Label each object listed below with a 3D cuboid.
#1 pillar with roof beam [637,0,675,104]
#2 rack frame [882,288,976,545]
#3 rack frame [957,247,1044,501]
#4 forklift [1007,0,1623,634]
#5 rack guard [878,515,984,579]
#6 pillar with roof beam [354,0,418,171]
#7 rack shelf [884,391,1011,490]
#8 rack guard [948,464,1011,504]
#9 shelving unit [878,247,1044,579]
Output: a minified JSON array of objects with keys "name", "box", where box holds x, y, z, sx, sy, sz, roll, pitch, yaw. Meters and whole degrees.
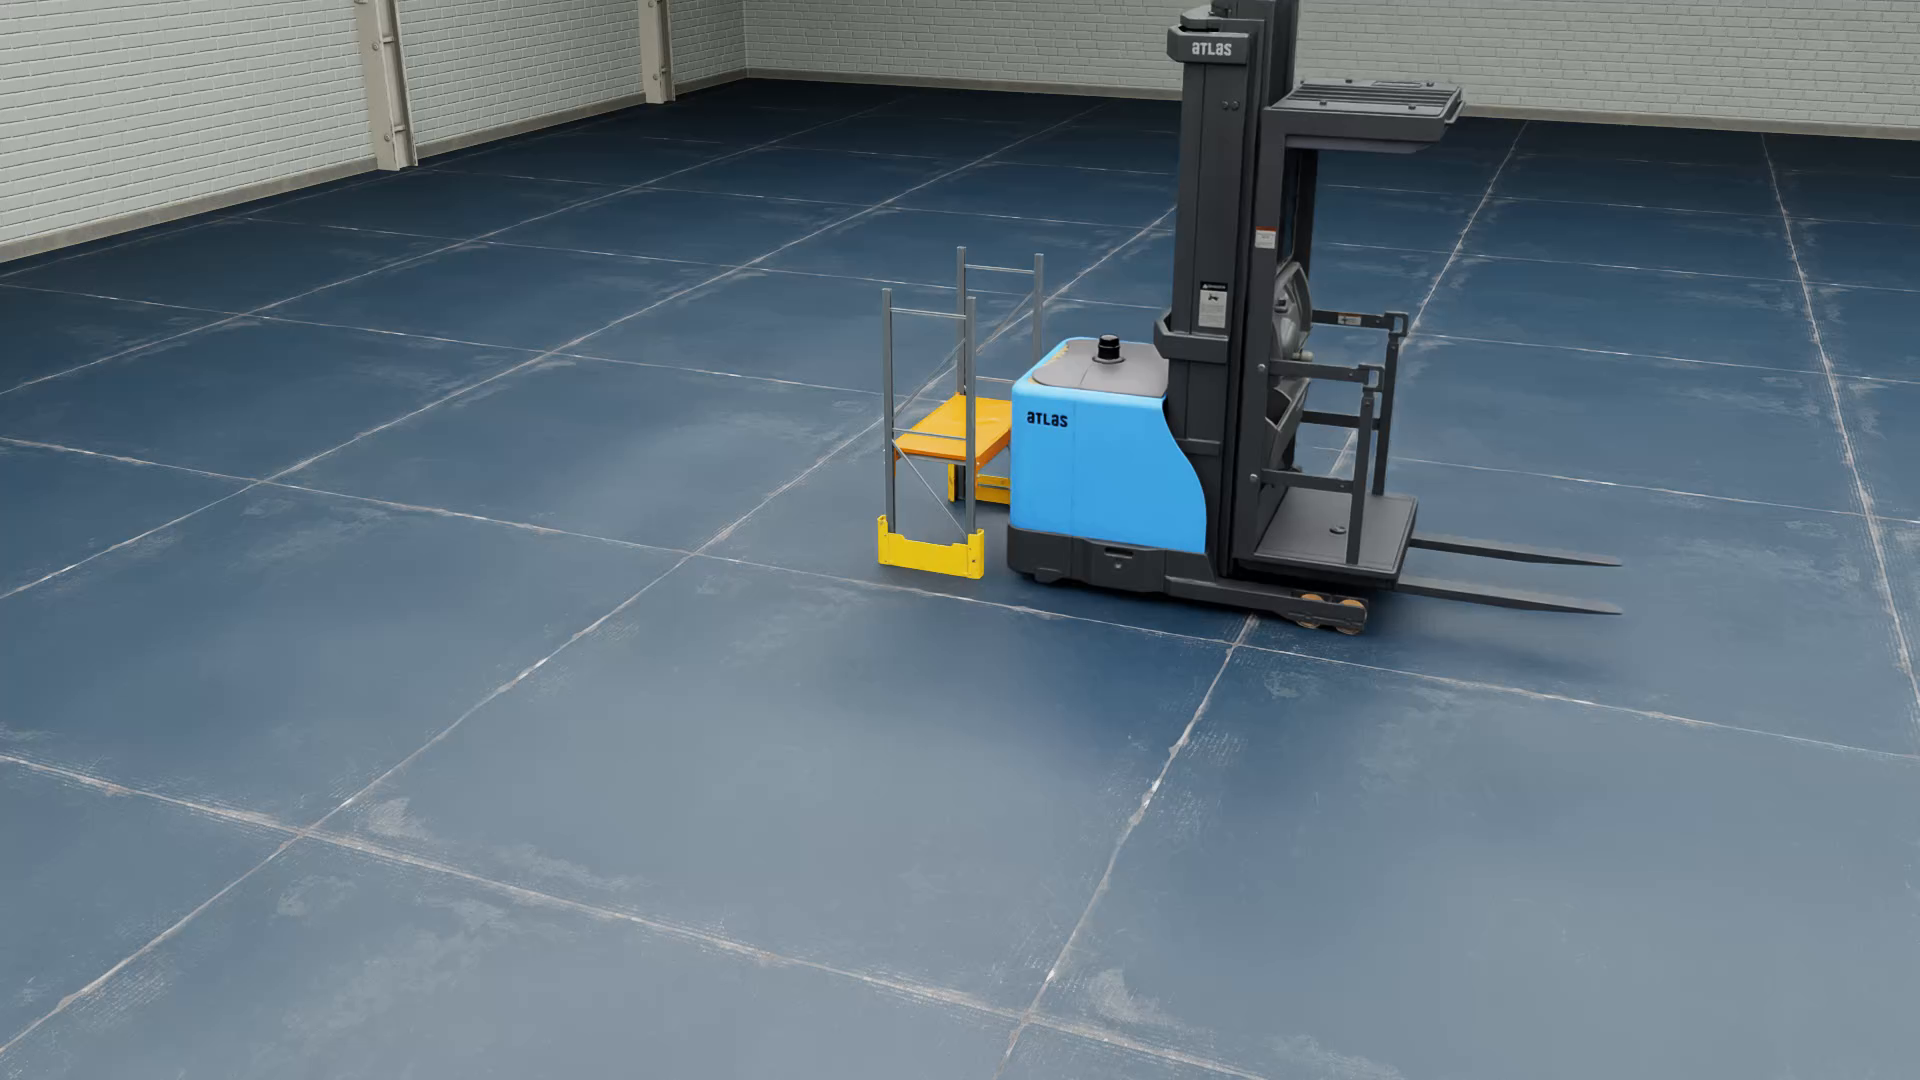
[{"name":"pillar with roof beam","box":[-0.534,-10.162,21.904,9.100,9.000,0.400,9,24,20]},{"name":"rack frame","box":[-0.157,-0.541,8.598,0.500,1.500,0.032,9,24,20]},{"name":"rack frame","box":[0.221,-0.904,9.470,0.500,1.500,0.032,9,24,20]},{"name":"forklift","box":[1.819,-1.122,8.134,3.031,2.935,1.130,8,24,19]},{"name":"rack guard","box":[-0.157,0.036,8.840,0.587,0.250,0.087,9,24,20]},{"name":"pillar with roof beam","box":[-2.762,-8.015,16.763,9.100,9.000,0.400,9,24,20]},{"name":"rack shelf","box":[0.032,-0.557,9.103,0.538,0.185,1.000,9,24,20]},{"name":"rack guard","box":[0.213,-0.321,9.694,0.587,0.250,0.087,9,24,20]},{"name":"shelving unit","box":[0.028,-0.719,9.026,0.587,1.500,1.083,9,24,20]}]
